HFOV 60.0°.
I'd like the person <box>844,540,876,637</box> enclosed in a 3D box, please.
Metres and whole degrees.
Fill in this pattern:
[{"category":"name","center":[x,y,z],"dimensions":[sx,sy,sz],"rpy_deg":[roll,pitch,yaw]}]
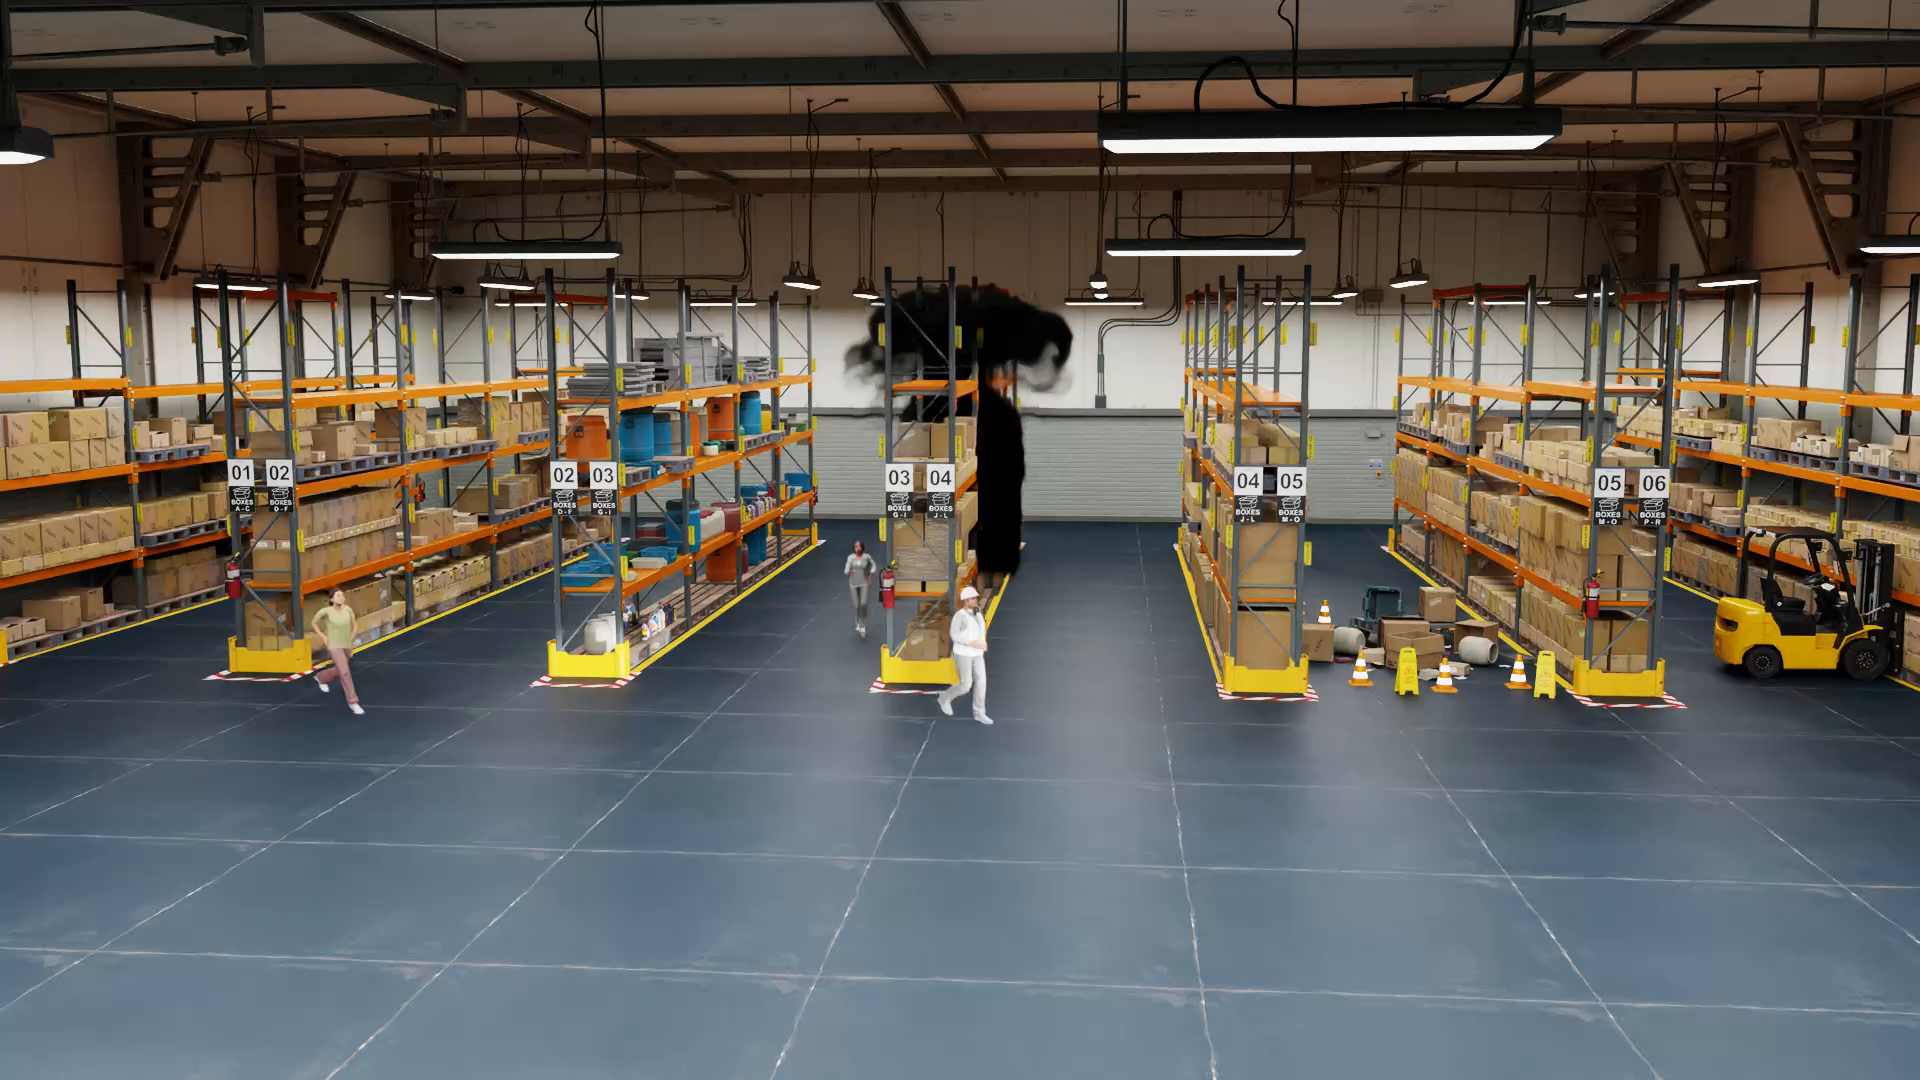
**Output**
[{"category":"person","center":[-1.691,0.816,28.009],"dimensions":[0.514,1.631,0.653],"rpy_deg":[0,7,4]}]

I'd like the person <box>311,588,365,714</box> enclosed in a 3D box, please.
[{"category":"person","center":[-8.414,1.472,22.502],"dimensions":[1.104,1.682,0.548],"rpy_deg":[4,8,33]}]

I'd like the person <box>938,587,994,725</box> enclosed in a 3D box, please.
[{"category":"person","center":[0.098,1.494,21.759],"dimensions":[0.820,1.784,0.684],"rpy_deg":[6,9,38]}]
